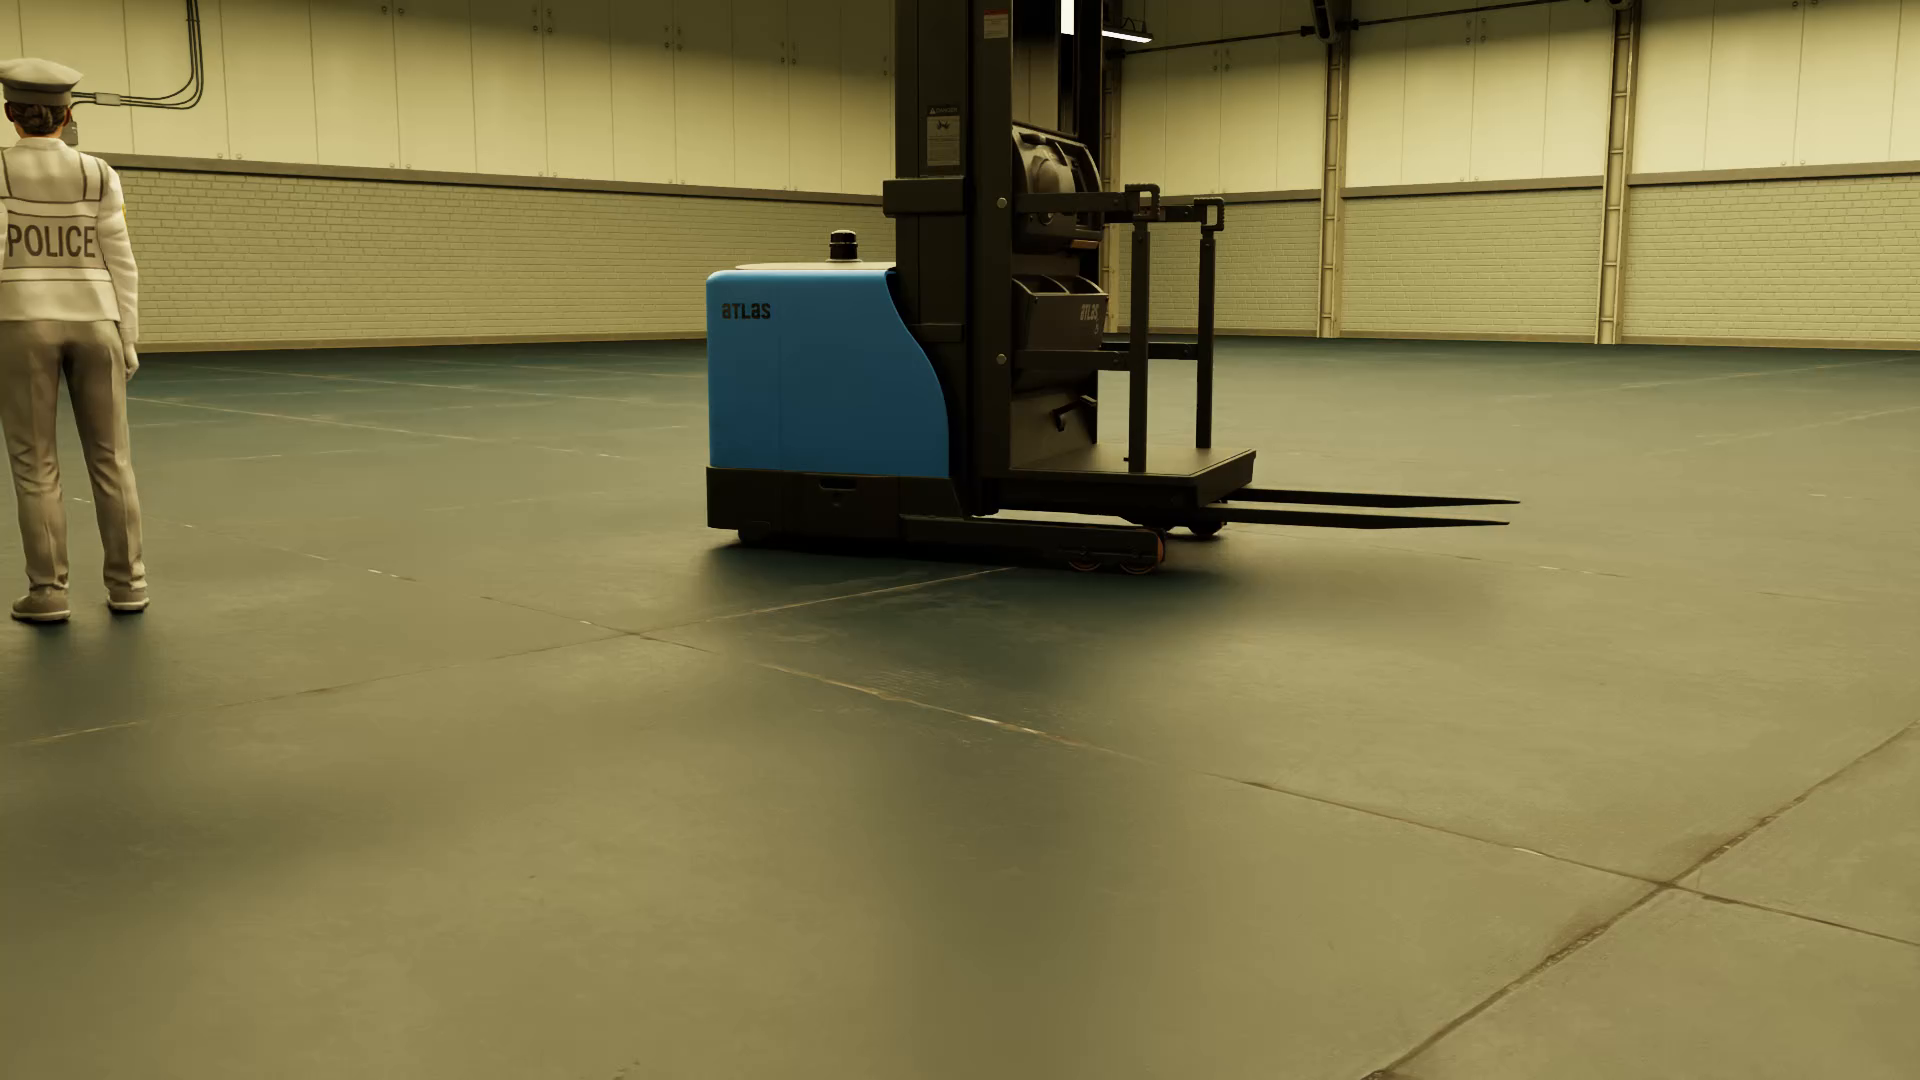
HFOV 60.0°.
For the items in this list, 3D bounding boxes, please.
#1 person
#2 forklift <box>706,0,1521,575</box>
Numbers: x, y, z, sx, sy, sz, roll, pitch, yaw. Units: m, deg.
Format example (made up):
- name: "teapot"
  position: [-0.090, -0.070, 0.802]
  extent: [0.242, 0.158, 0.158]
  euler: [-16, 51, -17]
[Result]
- name: "person"
  position: [-2.751, -0.603, 5.060]
  extent: [0.464, 1.692, 0.336]
  euler: [-7, 11, -39]
- name: "forklift"
  position: [0.565, -1.416, 6.275]
  extent: [3.031, 2.935, 1.130]
  euler: [3, 9, 22]
